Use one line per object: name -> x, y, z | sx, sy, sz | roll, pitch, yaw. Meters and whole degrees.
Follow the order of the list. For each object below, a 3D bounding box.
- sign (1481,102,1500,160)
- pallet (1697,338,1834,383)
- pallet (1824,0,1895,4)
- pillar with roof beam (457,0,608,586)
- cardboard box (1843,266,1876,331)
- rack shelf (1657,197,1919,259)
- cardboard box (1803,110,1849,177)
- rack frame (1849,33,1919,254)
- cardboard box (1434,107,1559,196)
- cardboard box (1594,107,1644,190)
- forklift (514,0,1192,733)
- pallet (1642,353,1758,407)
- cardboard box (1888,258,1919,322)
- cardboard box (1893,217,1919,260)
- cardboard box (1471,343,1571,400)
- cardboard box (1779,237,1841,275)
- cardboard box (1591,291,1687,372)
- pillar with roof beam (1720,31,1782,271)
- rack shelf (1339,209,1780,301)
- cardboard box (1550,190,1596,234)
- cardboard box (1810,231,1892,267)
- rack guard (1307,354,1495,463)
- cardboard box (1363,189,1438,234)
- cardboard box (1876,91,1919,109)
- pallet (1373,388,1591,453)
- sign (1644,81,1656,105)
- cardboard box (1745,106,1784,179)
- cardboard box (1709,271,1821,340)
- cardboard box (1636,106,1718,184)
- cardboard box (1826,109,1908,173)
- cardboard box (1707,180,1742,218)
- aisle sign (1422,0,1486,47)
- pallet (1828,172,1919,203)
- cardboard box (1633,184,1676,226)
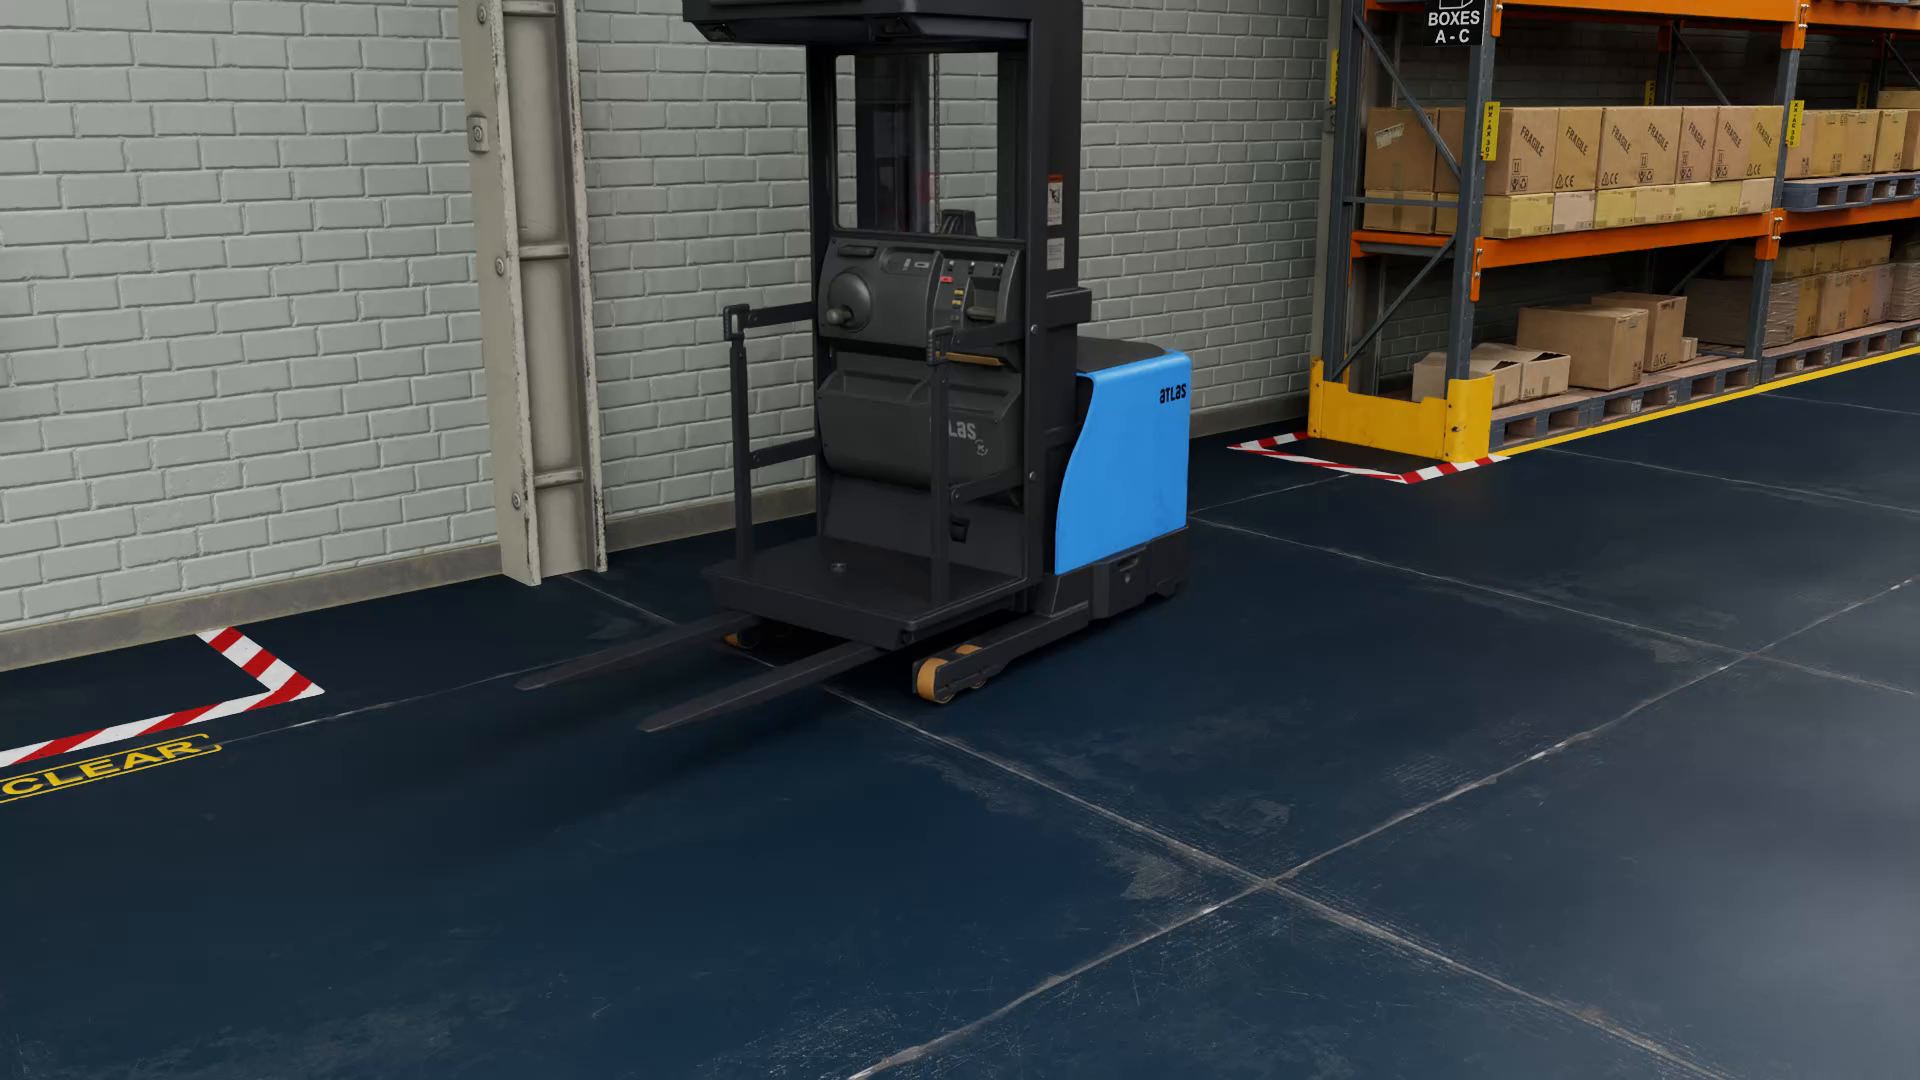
sign -> 3.040, -2.347, 9.547 | 0.005, 0.325, 0.100 | -13, 19, -39
pallet -> 6.288, -1.497, 13.445 | 1.213, 0.211, 1.003 | -13, 19, -39
pallet -> 6.237, -4.154, 12.542 | 1.003, 0.211, 1.213 | -13, 19, -39
pillar with roof beam -> 0.944, -3.365, 3.411 | 0.400, 9.000, 9.100 | -13, 19, -39
cardboard box -> 7.389, -2.108, 14.321 | 0.500, 0.500, 0.700 | -13, 20, -40
rack shelf -> 7.210, -2.703, 13.952 | 4.000, 0.370, 1.077 | -13, 19, -39
cardboard box -> 6.534, -3.146, 13.168 | 0.500, 0.500, 0.700 | -10, 18, -34
rack frame -> 8.719, -3.390, 15.127 | 0.127, 3.000, 1.000 | -13, 19, -39
cardboard box -> 3.242, -2.356, 10.057 | 0.500, 0.500, 0.500 | -13, 19, -39
cardboard box -> 4.015, -2.524, 10.687 | 0.500, 0.500, 0.500 | -13, 20, -41
forklift -> -0.297, -0.966, 6.187 | 1.130, 2.935, 3.031 | 11, 19, 37
pallet -> 5.218, -1.244, 12.499 | 1.213, 0.211, 1.003 | -13, 19, -39
cardboard box -> 8.210, -2.262, 14.898 | 0.500, 0.500, 0.700 | -12, 19, -39
cardboard box -> 9.360, -2.653, 15.721 | 0.750, 0.750, 0.750 | -13, 20, -40
cardboard box -> 3.695, -1.144, 11.079 | 0.500, 0.311, 0.500 | -11, 18, -35
cardboard box -> 6.966, -2.371, 13.853 | 0.500, 0.250, 0.500 | -13, 20, -41
cardboard box -> 4.945, -1.533, 12.169 | 0.500, 0.500, 0.500 | 14, 21, 43
pillar with roof beam -> 9.997, -5.398, 11.021 | 0.400, 9.000, 9.100 | -13, 19, -39
rack shelf -> 4.193, -2.026, 11.415 | 4.000, 0.370, 1.077 | -13, 19, -39
cardboard box -> 3.643, -2.083, 10.488 | 0.500, 0.250, 0.500 | -13, 20, -41
cardboard box -> 7.739, -2.540, 14.486 | 0.500, 0.250, 0.500 | -12, 19, -38
rack guard -> 2.742, -0.840, 10.424 | 0.348, 0.500, 1.175 | -13, 19, -39
cardboard box -> 2.910, -2.089, 10.508 | 0.500, 0.250, 0.500 | -12, 19, -39
cardboard box -> 8.246, -3.842, 14.518 | 0.380, 0.149, 0.250 | 12, 19, 38
pallet -> 3.378, -0.831, 10.951 | 1.213, 0.211, 1.003 | -13, 19, -39
sign -> 5.335, -3.379, 12.843 | 0.005, 0.325, 0.100 | -13, 19, -39
cardboard box -> 5.548, -2.871, 11.985 | 0.500, 0.500, 0.500 | -13, 20, -39
cardboard box -> 6.603, -1.942, 13.700 | 0.500, 0.500, 0.700 | -13, 20, -40
cardboard box -> 4.788, -2.702, 11.353 | 0.500, 0.500, 0.500 | -13, 20, -41
cardboard box -> 7.446, -3.354, 13.946 | 0.500, 0.500, 0.700 | -13, 19, -39
cardboard box -> 5.162, -2.427, 11.776 | 0.500, 0.250, 0.500 | -13, 19, -39
aisle sign -> 2.827, -3.220, 9.454 | 0.004, 0.787, 0.394 | -13, 19, -39
pallet -> 7.253, -2.954, 13.867 | 1.213, 0.211, 1.003 | -13, 19, -39
cardboard box -> 4.414, -2.254, 11.126 | 0.500, 0.250, 0.500 | -12, 19, -39
